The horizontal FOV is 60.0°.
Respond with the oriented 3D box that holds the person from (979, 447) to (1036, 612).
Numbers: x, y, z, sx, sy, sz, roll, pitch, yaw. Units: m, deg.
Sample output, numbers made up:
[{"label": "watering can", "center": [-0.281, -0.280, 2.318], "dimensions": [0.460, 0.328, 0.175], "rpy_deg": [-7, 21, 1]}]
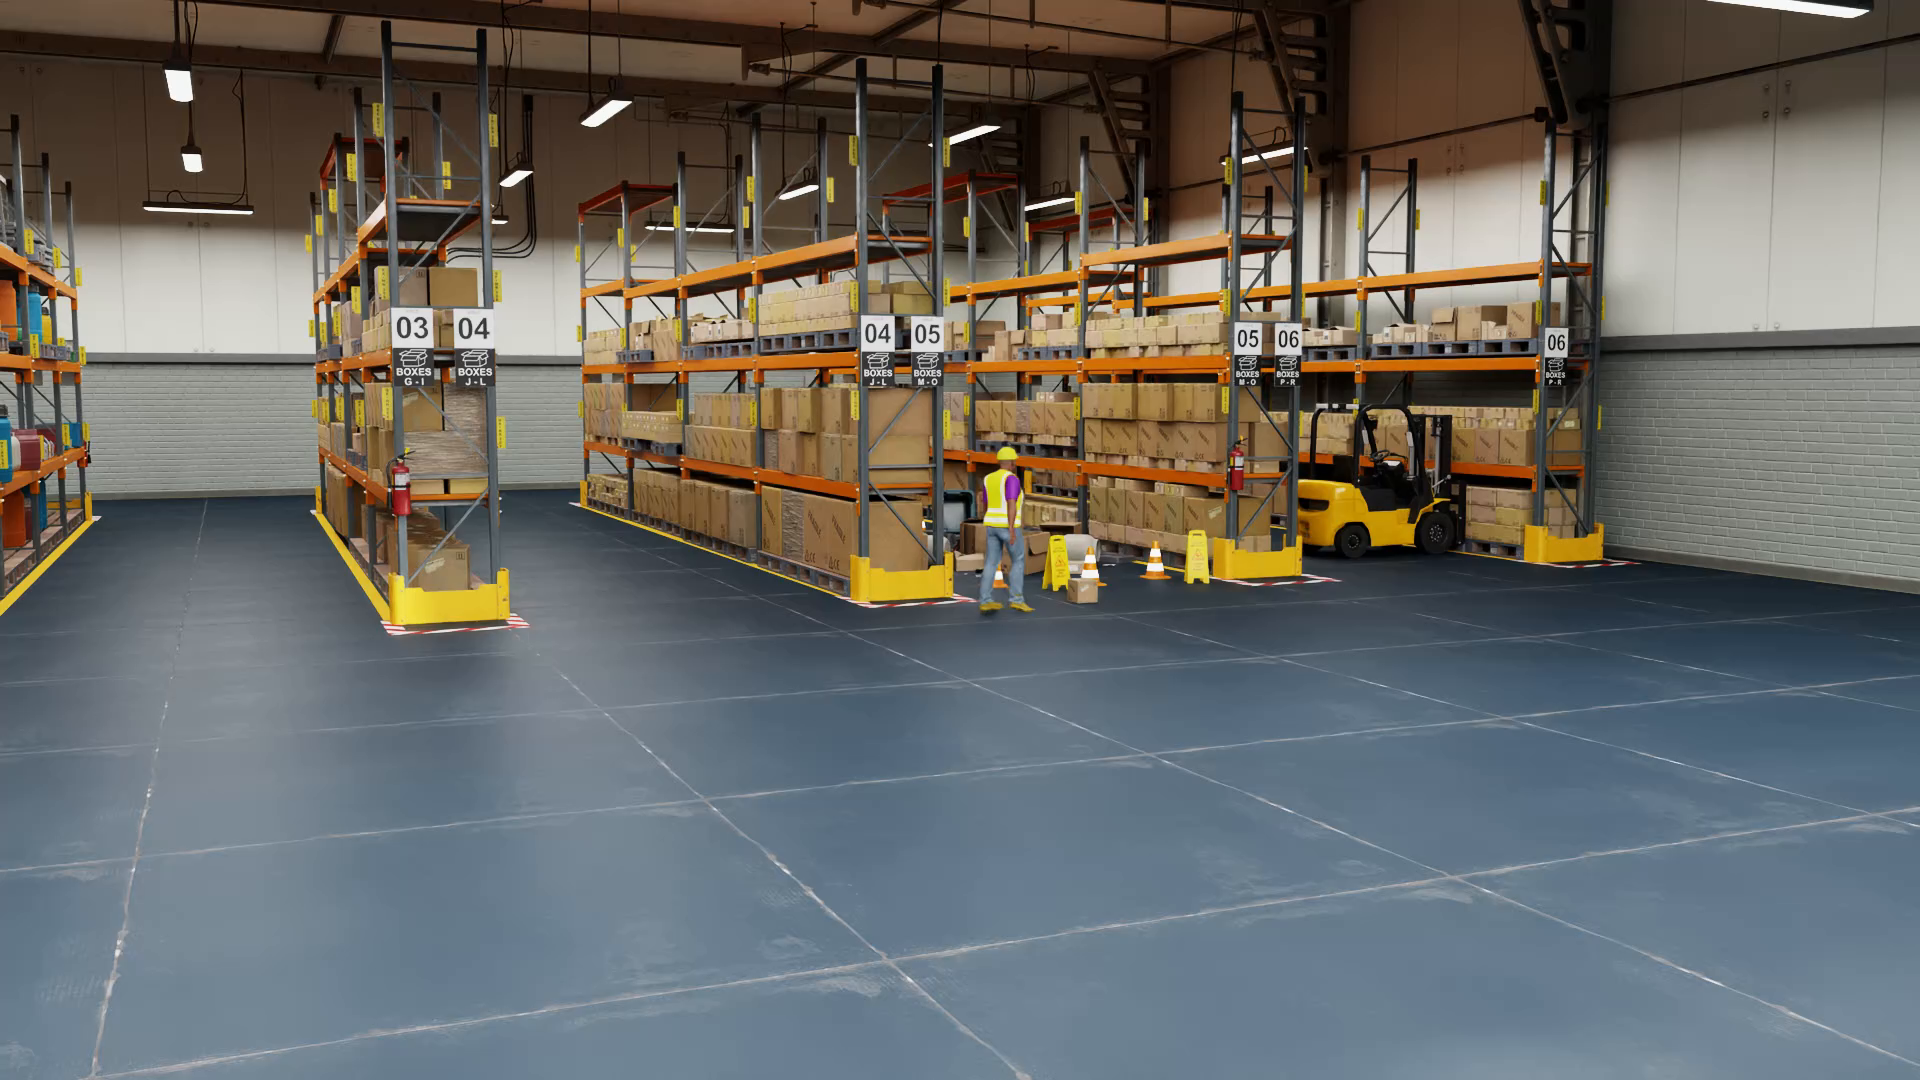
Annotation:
[{"label": "person", "center": [0.445, -0.097, 17.816], "dimensions": [0.641, 1.795, 0.606], "rpy_deg": [-5, 8, -44]}]
